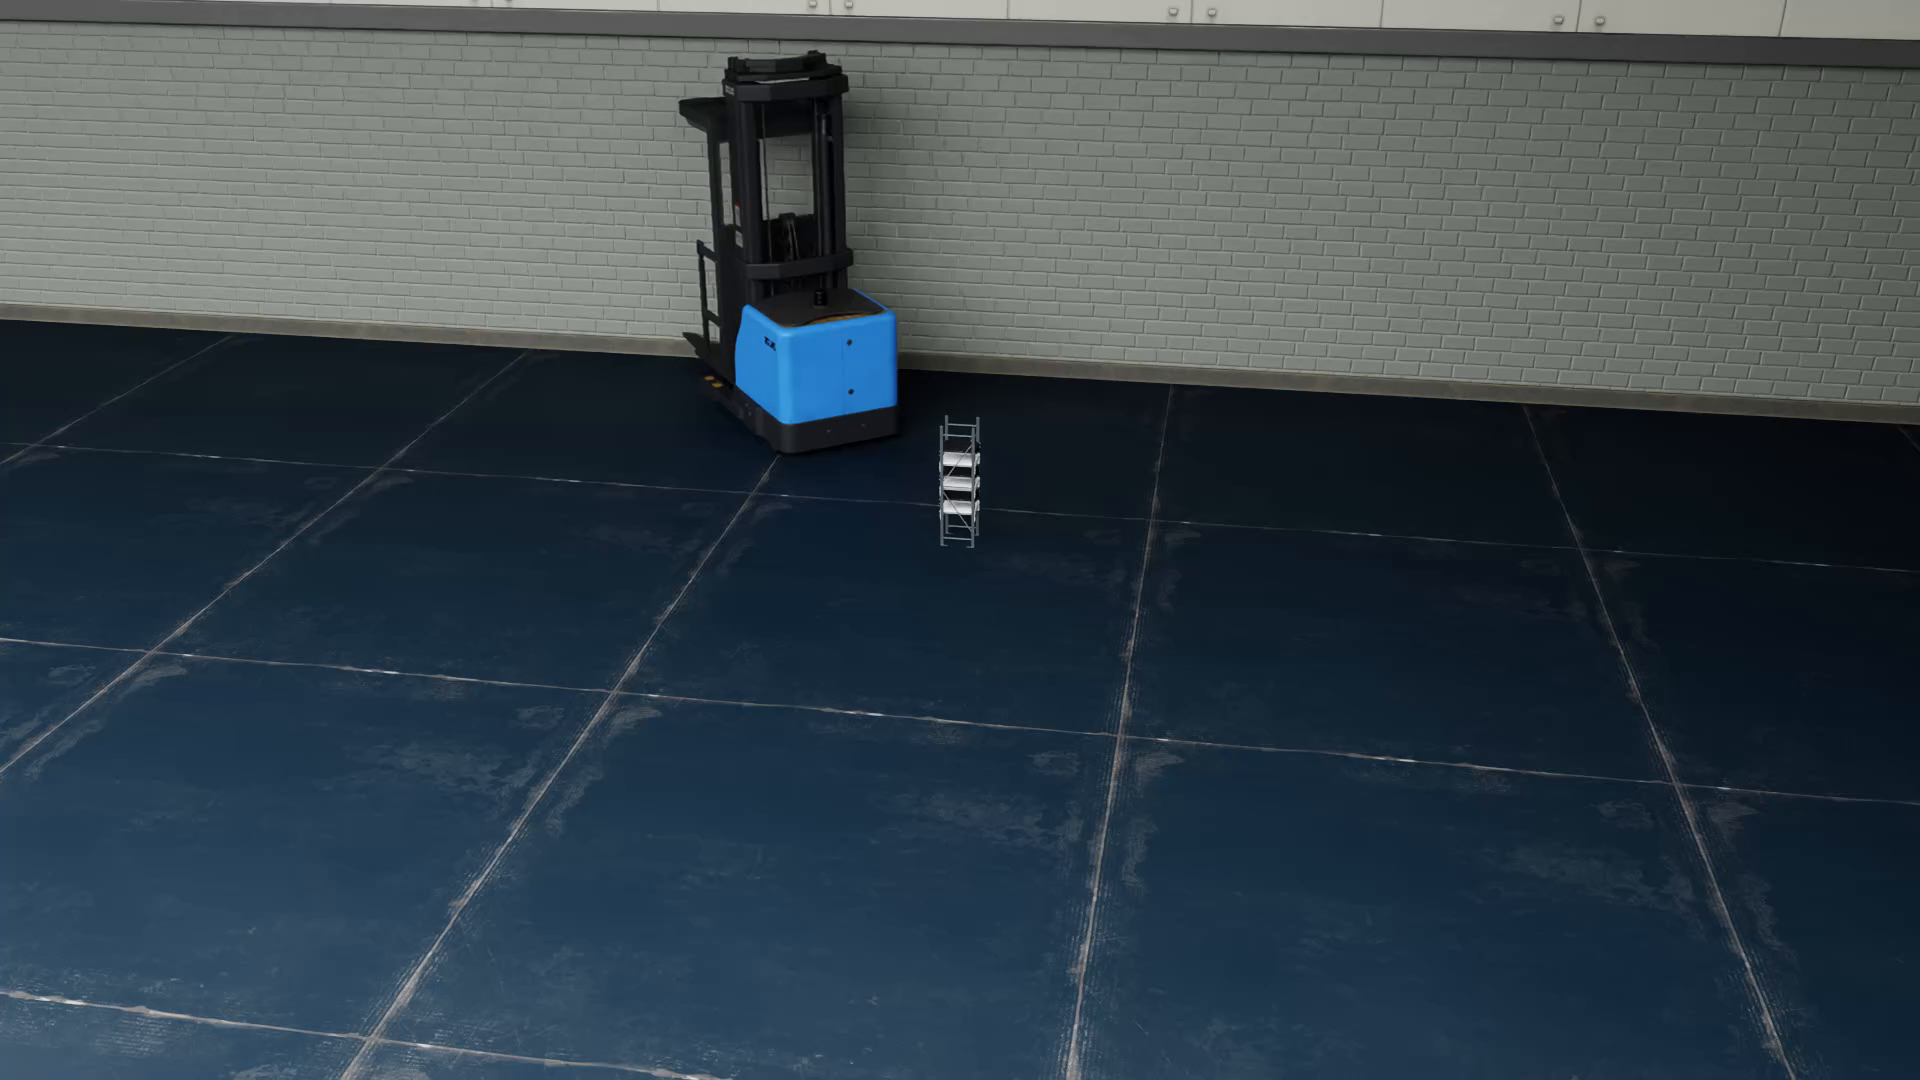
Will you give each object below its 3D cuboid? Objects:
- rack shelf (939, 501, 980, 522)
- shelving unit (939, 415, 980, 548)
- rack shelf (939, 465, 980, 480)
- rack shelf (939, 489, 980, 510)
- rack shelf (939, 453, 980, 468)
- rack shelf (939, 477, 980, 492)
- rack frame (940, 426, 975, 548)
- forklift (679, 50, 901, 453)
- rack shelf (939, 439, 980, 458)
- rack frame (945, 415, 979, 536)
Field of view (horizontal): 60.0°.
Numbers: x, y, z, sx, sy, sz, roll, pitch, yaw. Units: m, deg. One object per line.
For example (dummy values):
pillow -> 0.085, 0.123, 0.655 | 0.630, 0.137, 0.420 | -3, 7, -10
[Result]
rack shelf -> -0.001, -0.211, 11.687 | 0.258, 0.077, 0.200 | 4, 25, 9
shelving unit -> -0.001, -0.404, 11.596 | 0.258, 0.900, 0.210 | 4, 25, 9
rack shelf -> -0.001, -0.455, 11.572 | 0.258, 0.077, 0.200 | 4, 25, 9
rack shelf -> -0.001, -0.292, 11.649 | 0.258, 0.077, 0.200 | 4, 25, 9
rack shelf -> -0.001, -0.537, 11.534 | 0.258, 0.077, 0.200 | 4, 25, 9
rack shelf -> -0.001, -0.374, 11.610 | 0.258, 0.077, 0.200 | 4, 25, 9
rack frame -> -0.018, -0.362, 11.505 | 0.240, 0.900, 0.006 | 4, 25, 9
forklift -> -1.617, -2.598, 13.888 | 1.130, 2.935, 3.031 | -13, 28, -25
rack shelf -> -0.001, -0.619, 11.496 | 0.258, 0.077, 0.200 | 4, 25, 9
rack frame -> 0.015, -0.447, 11.687 | 0.240, 0.900, 0.006 | 4, 25, 9
